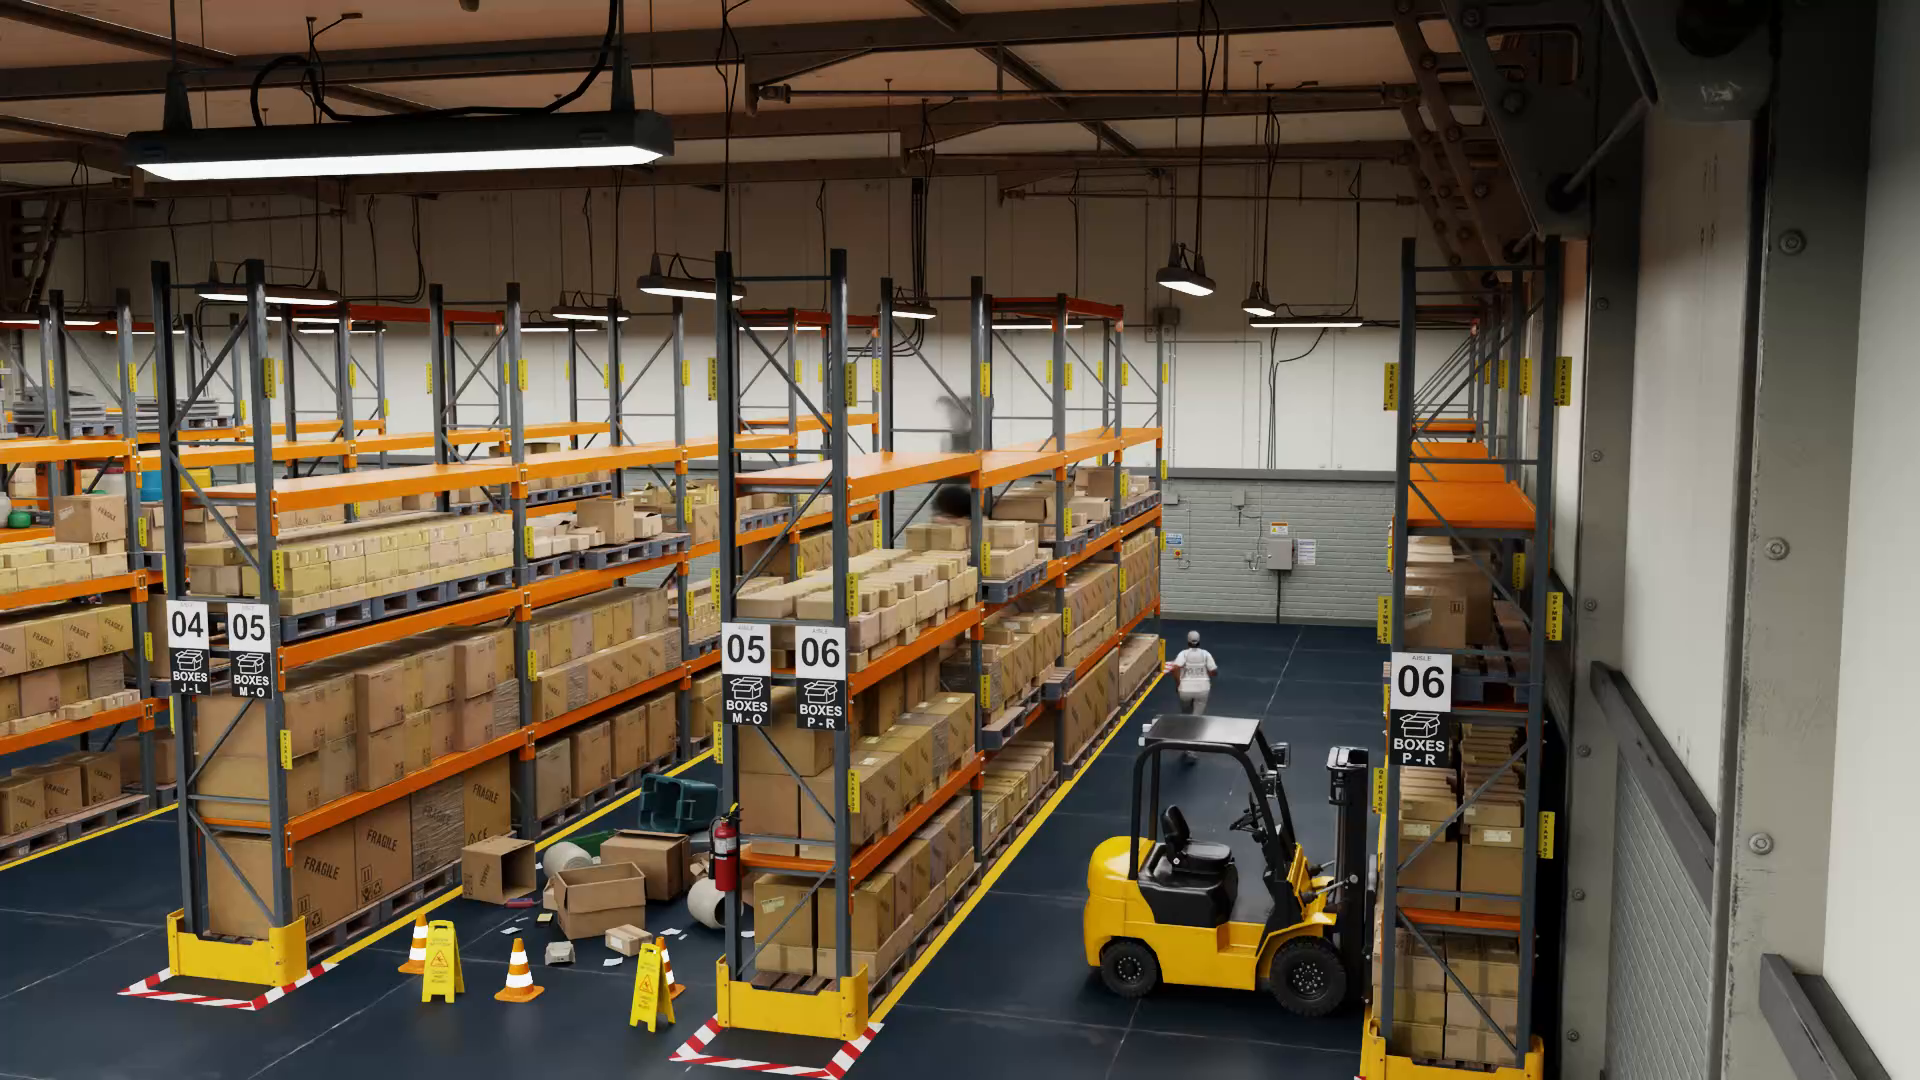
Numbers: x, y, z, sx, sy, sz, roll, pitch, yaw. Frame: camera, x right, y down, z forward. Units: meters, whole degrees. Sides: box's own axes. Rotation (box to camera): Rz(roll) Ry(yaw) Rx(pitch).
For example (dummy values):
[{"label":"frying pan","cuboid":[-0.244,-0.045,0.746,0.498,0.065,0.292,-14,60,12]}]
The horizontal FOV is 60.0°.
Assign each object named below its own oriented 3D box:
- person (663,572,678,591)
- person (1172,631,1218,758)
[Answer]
[{"label":"person","cuboid":[-4.985,1.337,28.655,0.511,1.570,0.636,2,6,17]},{"label":"person","cuboid":[3.074,2.051,21.741,0.581,1.715,0.826,2,6,14]}]
